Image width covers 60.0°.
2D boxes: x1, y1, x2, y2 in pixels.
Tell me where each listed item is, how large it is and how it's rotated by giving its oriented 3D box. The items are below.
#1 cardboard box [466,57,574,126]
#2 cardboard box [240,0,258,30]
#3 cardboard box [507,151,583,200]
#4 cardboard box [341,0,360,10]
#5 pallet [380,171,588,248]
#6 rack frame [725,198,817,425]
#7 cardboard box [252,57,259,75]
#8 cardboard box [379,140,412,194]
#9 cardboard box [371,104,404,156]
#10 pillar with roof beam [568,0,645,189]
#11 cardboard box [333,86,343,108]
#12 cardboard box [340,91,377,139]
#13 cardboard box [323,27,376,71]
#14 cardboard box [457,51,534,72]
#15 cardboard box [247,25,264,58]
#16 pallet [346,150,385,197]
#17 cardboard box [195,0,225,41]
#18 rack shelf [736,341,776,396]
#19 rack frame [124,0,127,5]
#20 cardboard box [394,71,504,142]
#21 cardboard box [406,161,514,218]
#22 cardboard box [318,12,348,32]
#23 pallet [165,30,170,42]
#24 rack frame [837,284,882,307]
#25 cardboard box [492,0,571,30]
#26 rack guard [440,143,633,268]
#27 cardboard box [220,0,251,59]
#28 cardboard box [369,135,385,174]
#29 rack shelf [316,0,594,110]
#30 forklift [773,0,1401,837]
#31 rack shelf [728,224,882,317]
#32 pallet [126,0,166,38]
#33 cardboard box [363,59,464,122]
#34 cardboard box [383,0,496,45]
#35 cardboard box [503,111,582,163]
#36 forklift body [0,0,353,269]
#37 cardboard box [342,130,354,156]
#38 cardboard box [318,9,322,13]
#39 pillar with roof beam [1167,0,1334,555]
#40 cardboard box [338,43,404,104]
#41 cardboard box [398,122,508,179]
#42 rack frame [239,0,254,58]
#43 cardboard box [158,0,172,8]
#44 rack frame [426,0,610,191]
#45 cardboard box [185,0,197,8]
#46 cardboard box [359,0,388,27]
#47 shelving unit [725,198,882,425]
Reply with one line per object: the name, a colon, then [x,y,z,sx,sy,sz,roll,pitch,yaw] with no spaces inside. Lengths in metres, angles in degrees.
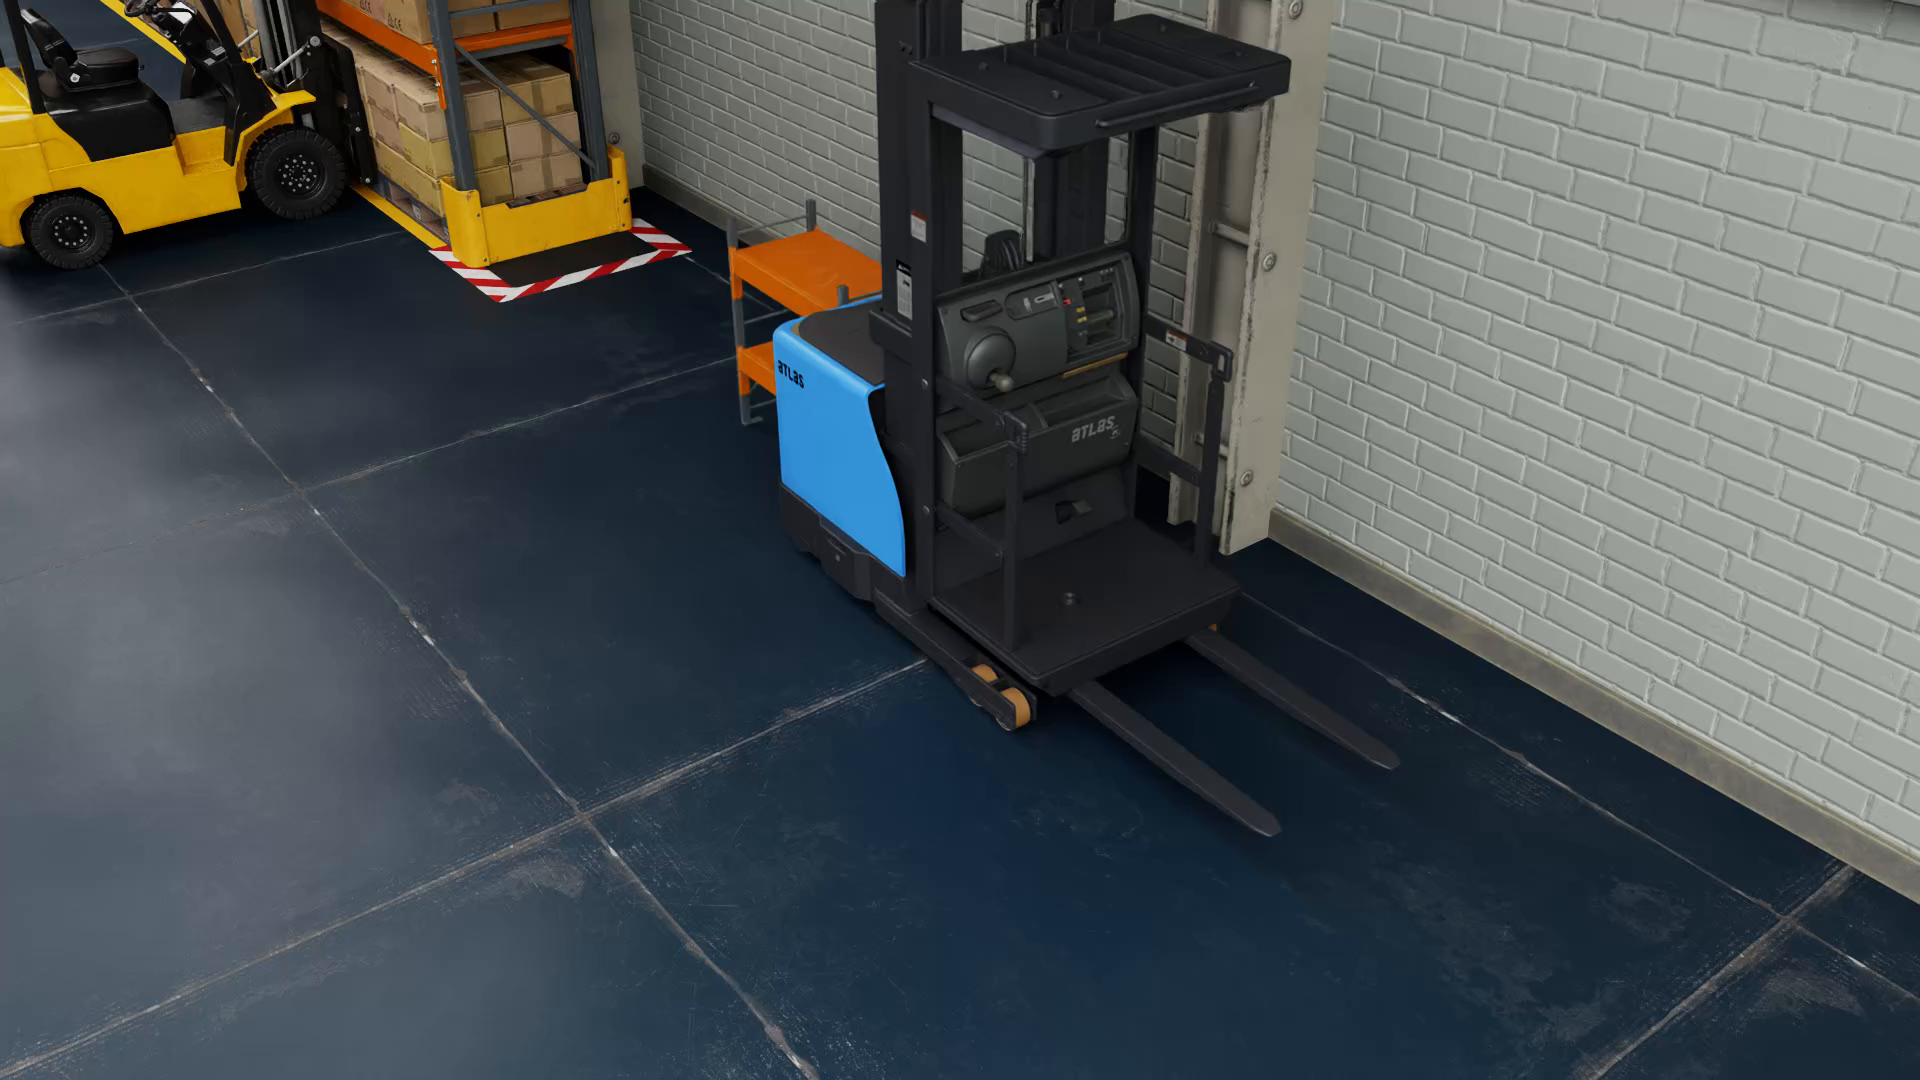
cardboard box: [-2.887,-2.949,10.916,0.500,0.250,0.500,-23,39,-32]
cardboard box: [-5.146,-4.051,12.690,0.500,0.250,0.500,-23,39,-32]
cardboard box: [-2.888,-2.531,11.190,0.500,0.250,0.500,-22,38,-31]
cardboard box: [-3.876,-3.848,11.007,0.500,0.500,0.500,-23,39,-32]
pallet: [-3.244,-2.373,11.371,1.003,0.211,1.213,-22,38,-31]
rack frame: [-0.938,-1.164,8.558,0.500,1.125,0.032,-21,38,-30]
cardboard box: [-5.159,-3.621,12.945,0.500,0.250,0.500,-22,38,-31]
cardboard box: [-3.577,-2.567,11.248,0.500,0.250,0.500,-22,38,-31]
cardboard box: [-3.586,-2.789,11.132,0.500,0.250,0.500,-23,38,-32]
pillar with roof beam: [-5.857,-4.990,7.255,9.100,9.000,0.400,-22,38,-31]
cardboard box: [-4.223,-3.207,11.805,0.500,0.250,0.500,-22,38,-32]
cardboard box: [-3.919,-2.998,11.468,0.500,0.250,0.500,-23,39,-32]
cardboard box: [-4.210,-3.410,11.658,0.500,0.250,0.500,-23,39,-32]
cardboard box: [-3.196,-3.156,11.249,0.500,0.250,0.500,-22,38,-31]
cardboard box: [-5.142,-3.841,12.825,0.500,0.250,0.500,-22,38,-32]
pallet: [-3.988,-2.881,12.189,1.003,0.211,1.213,-22,38,-31]
cardboard box: [-5.993,-4.629,14.212,0.875,0.625,0.625,-23,38,-32]
rack shelf: [-0.639,-0.740,8.338,0.538,0.278,1.000,-21,38,-30]
rack frame: [-7.647,-6.586,15.512,1.000,3.000,0.127,-22,38,-31]
cardboard box: [-3.270,-2.778,10.641,0.500,0.250,0.500,-21,37,-30]
cardboard box: [-3.279,-2.356,10.909,0.500,0.250,0.500,-22,38,-31]
cardboard box: [-4.526,-3.631,12.014,0.500,0.250,0.500,-21,37,-30]
pallet: [-6.429,-4.538,14.857,1.003,0.211,1.213,-22,38,-31]
rack frame: [-0.340,-0.730,7.860,0.500,1.125,0.032,-21,38,-30]
cardboard box: [-2.826,-3.591,10.594,0.500,0.500,0.500,-21,37,-30]
rack guard: [-2.727,-2.180,10.787,1.175,0.500,0.348,-22,38,-31]
cardboard box: [-5.523,-4.303,13.688,0.875,0.625,0.625,-20,37,-29]
cardboard box: [-3.876,-2.778,11.588,0.500,0.250,0.500,-22,38,-31]
rack shelf: [-3.968,-3.780,11.675,1.077,0.370,4.000,-22,38,-31]
forklift: [0.441,-0.789,6.243,1.130,2.935,3.031,-21,38,-30]
rack shelf: [-0.639,-1.196,8.055,0.538,0.278,1.000,-21,38,-30]
pallet: [-7.173,-5.046,15.675,1.003,0.211,1.213,-22,38,-31]
cardboard box: [-3.588,-2.989,10.981,0.500,0.250,0.500,-22,38,-31]
cardboard box: [-3.251,-3.415,10.311,0.500,0.500,0.500,-23,39,-32]
cardboard box: [-2.866,-2.738,11.050,0.500,0.250,0.500,-21,38,-31]
forklift body: [-5.345,-3.092,10.690,2.313,2.155,1.214,-22,38,-31]
cardboard box: [-4.213,-2.987,11.925,0.500,0.250,0.500,-21,38,-30]
cardboard box: [-4.840,-3.835,12.342,0.500,0.250,0.500,-22,38,-31]
pillar with roof beam: [-2.178,-2.489,3.229,9.100,9.000,0.400,-22,38,-31]
cardboard box: [-3.905,-3.196,11.314,0.500,0.250,0.500,-22,38,-31]
cardboard box: [-3.287,-2.577,10.790,0.500,0.250,0.500,-23,38,-32]
rack frame: [-5.194,-4.919,12.828,1.000,3.000,0.127,-22,38,-31]
cardboard box: [-6.869,-5.222,15.167,0.875,0.625,0.625,-21,37,-30]
rack frame: [-2.742,-3.252,10.144,1.000,3.000,0.127,-22,38,-31]
cardboard box: [-6.456,-4.941,14.716,0.875,0.625,0.625,-24,39,-33]
cardboard box: [-3.562,-3.634,10.664,0.500,0.500,0.500,-21,38,-30]
shelving unit: [-0.639,-0.947,8.209,0.538,1.125,1.048,-21,38,-30]
